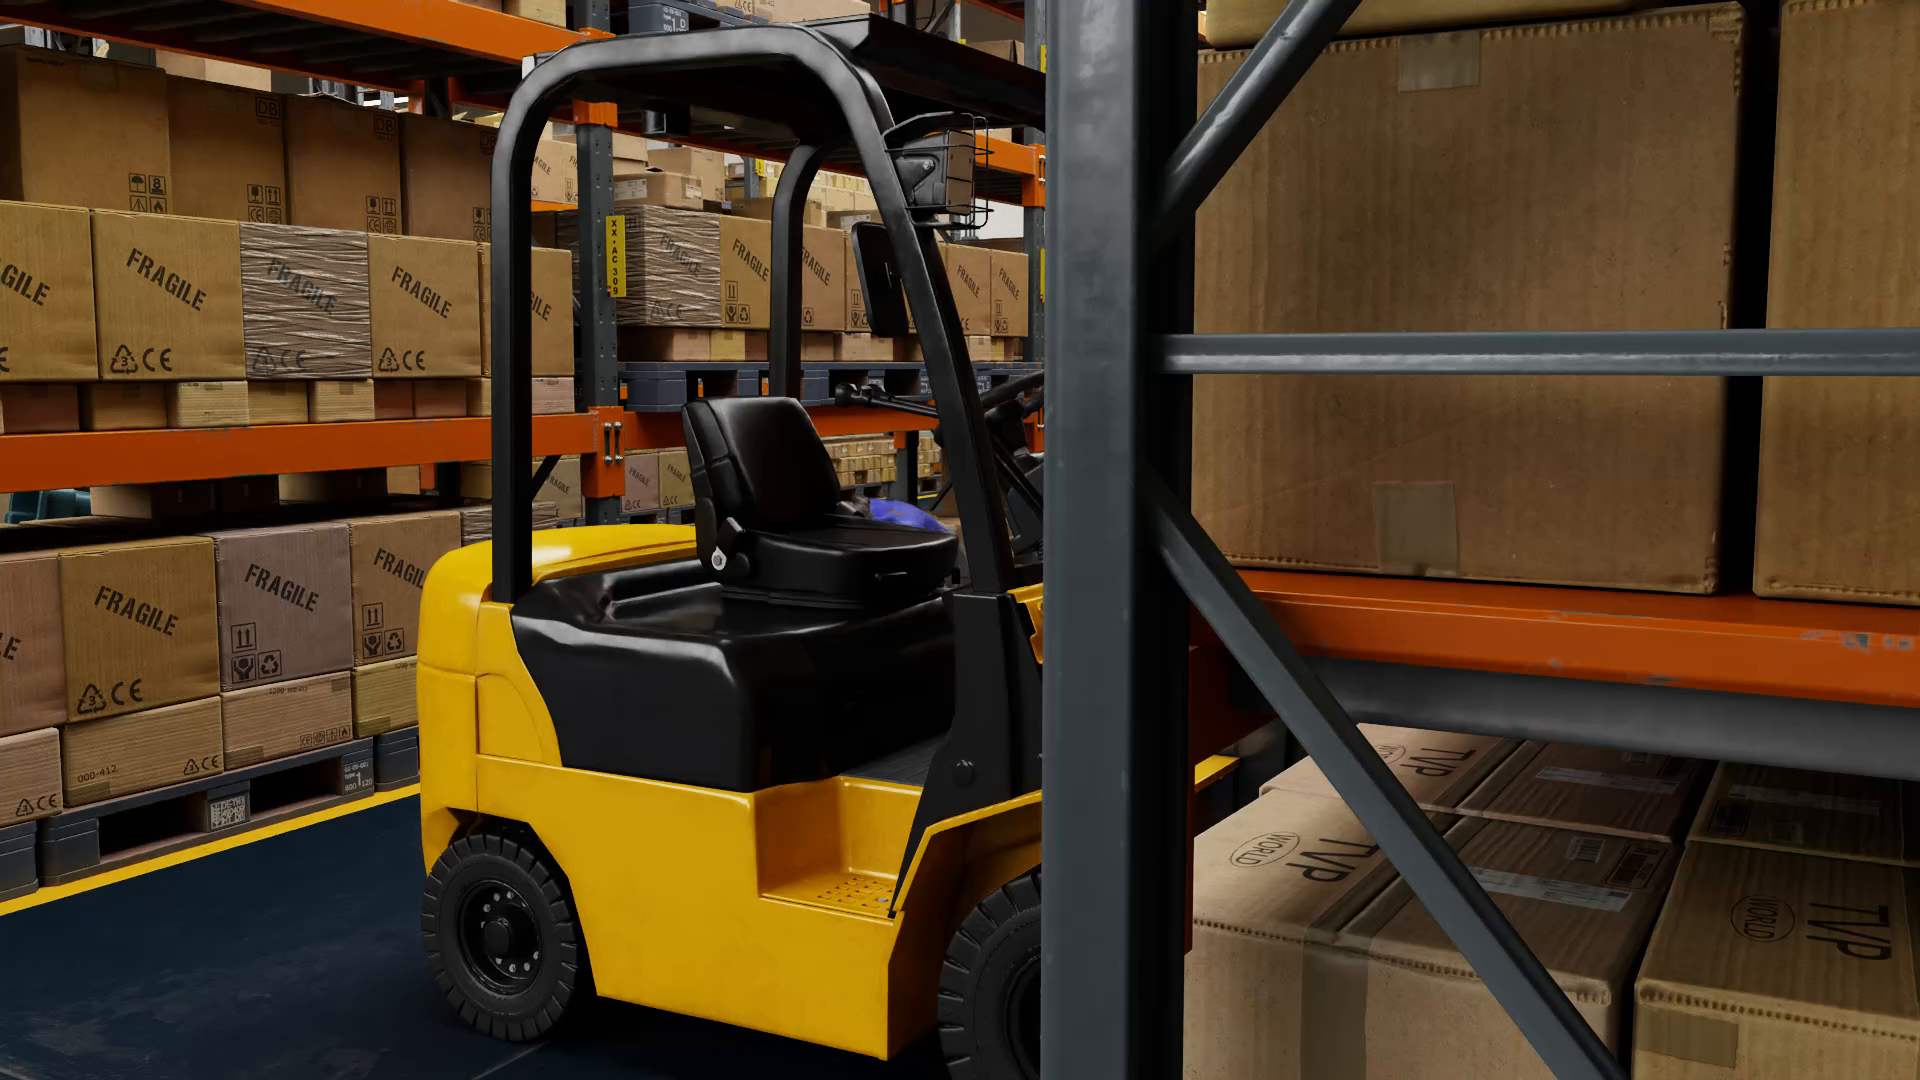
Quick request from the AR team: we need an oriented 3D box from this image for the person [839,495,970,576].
[{"bbox_3d":[-0.245,0.341,6.096,0.451,1.048,0.857,3,7,26],"label":"person"}]
